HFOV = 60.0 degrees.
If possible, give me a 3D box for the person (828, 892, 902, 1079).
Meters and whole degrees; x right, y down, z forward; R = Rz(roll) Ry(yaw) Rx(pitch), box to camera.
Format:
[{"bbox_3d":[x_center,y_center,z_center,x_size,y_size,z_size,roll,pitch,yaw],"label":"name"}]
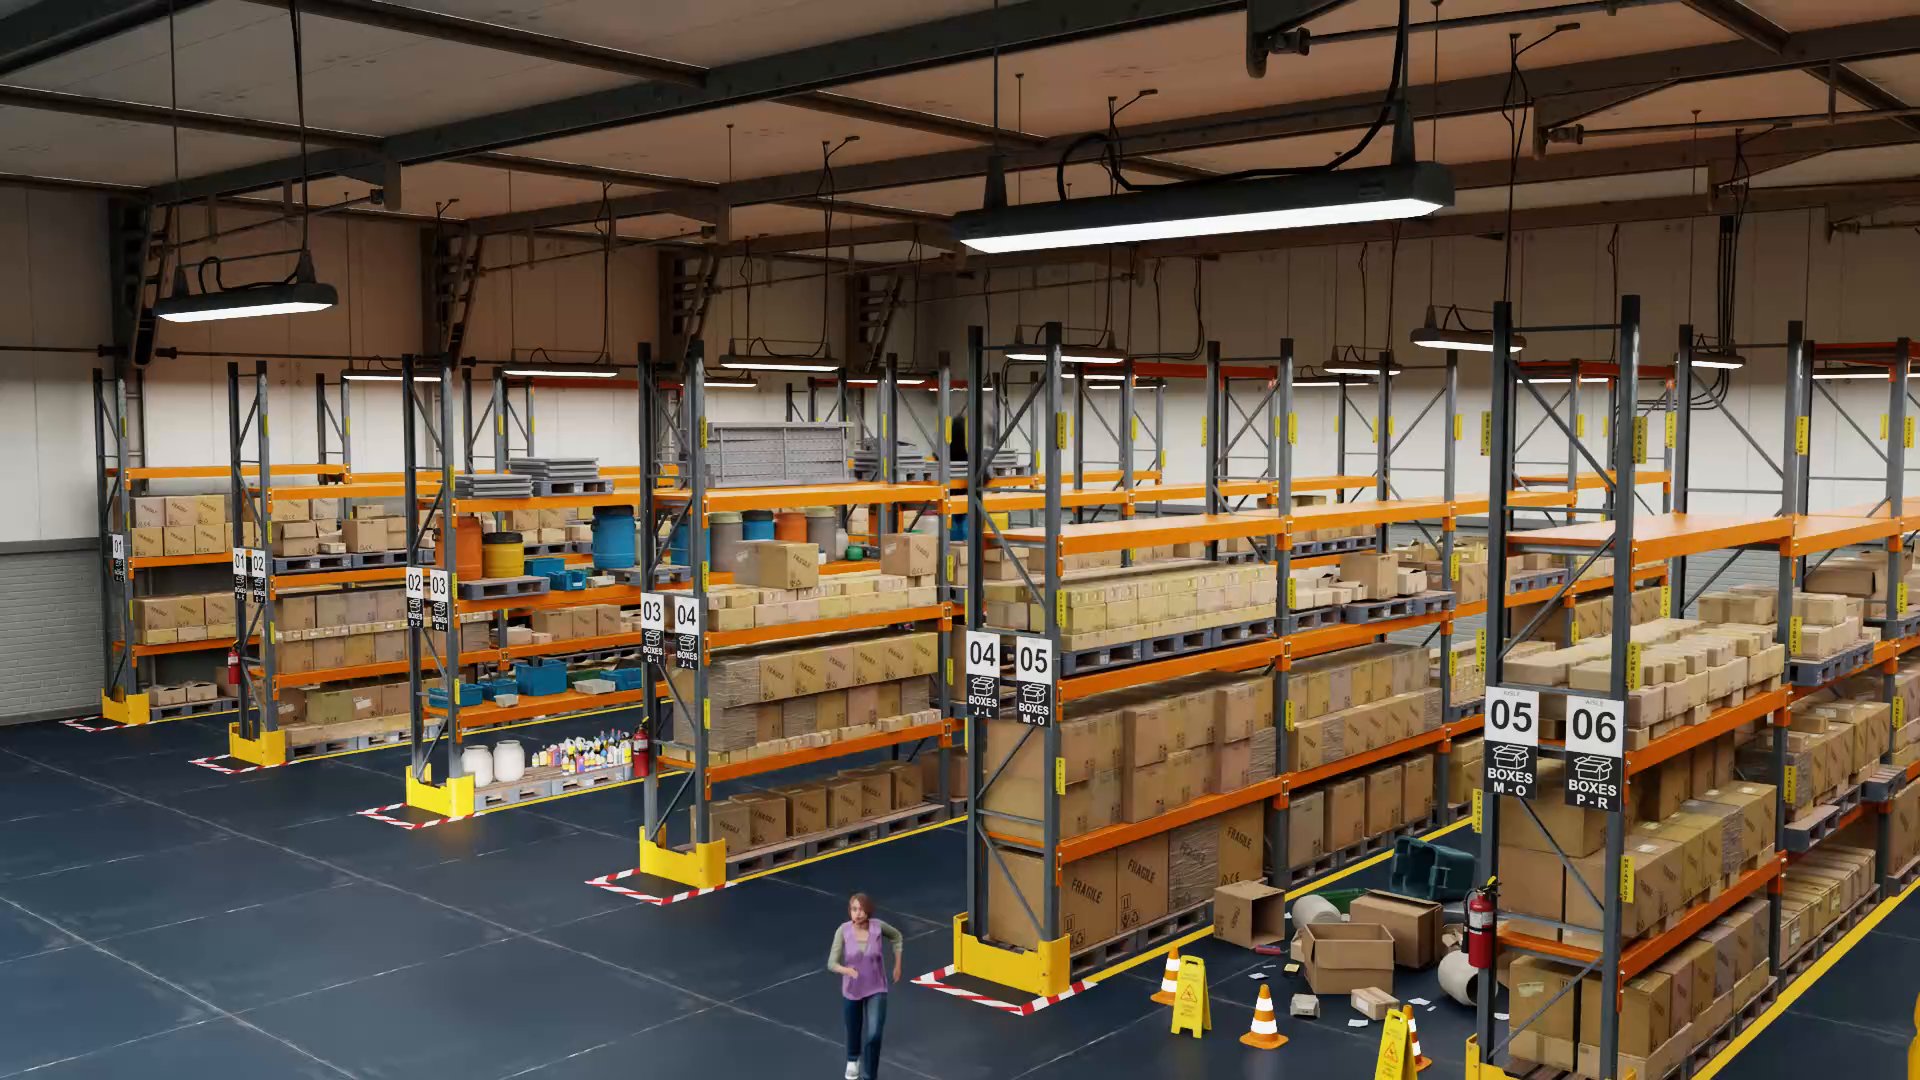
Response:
[{"bbox_3d":[-0.716,3.454,12.572,0.546,1.604,0.837,0,4,1],"label":"person"}]
